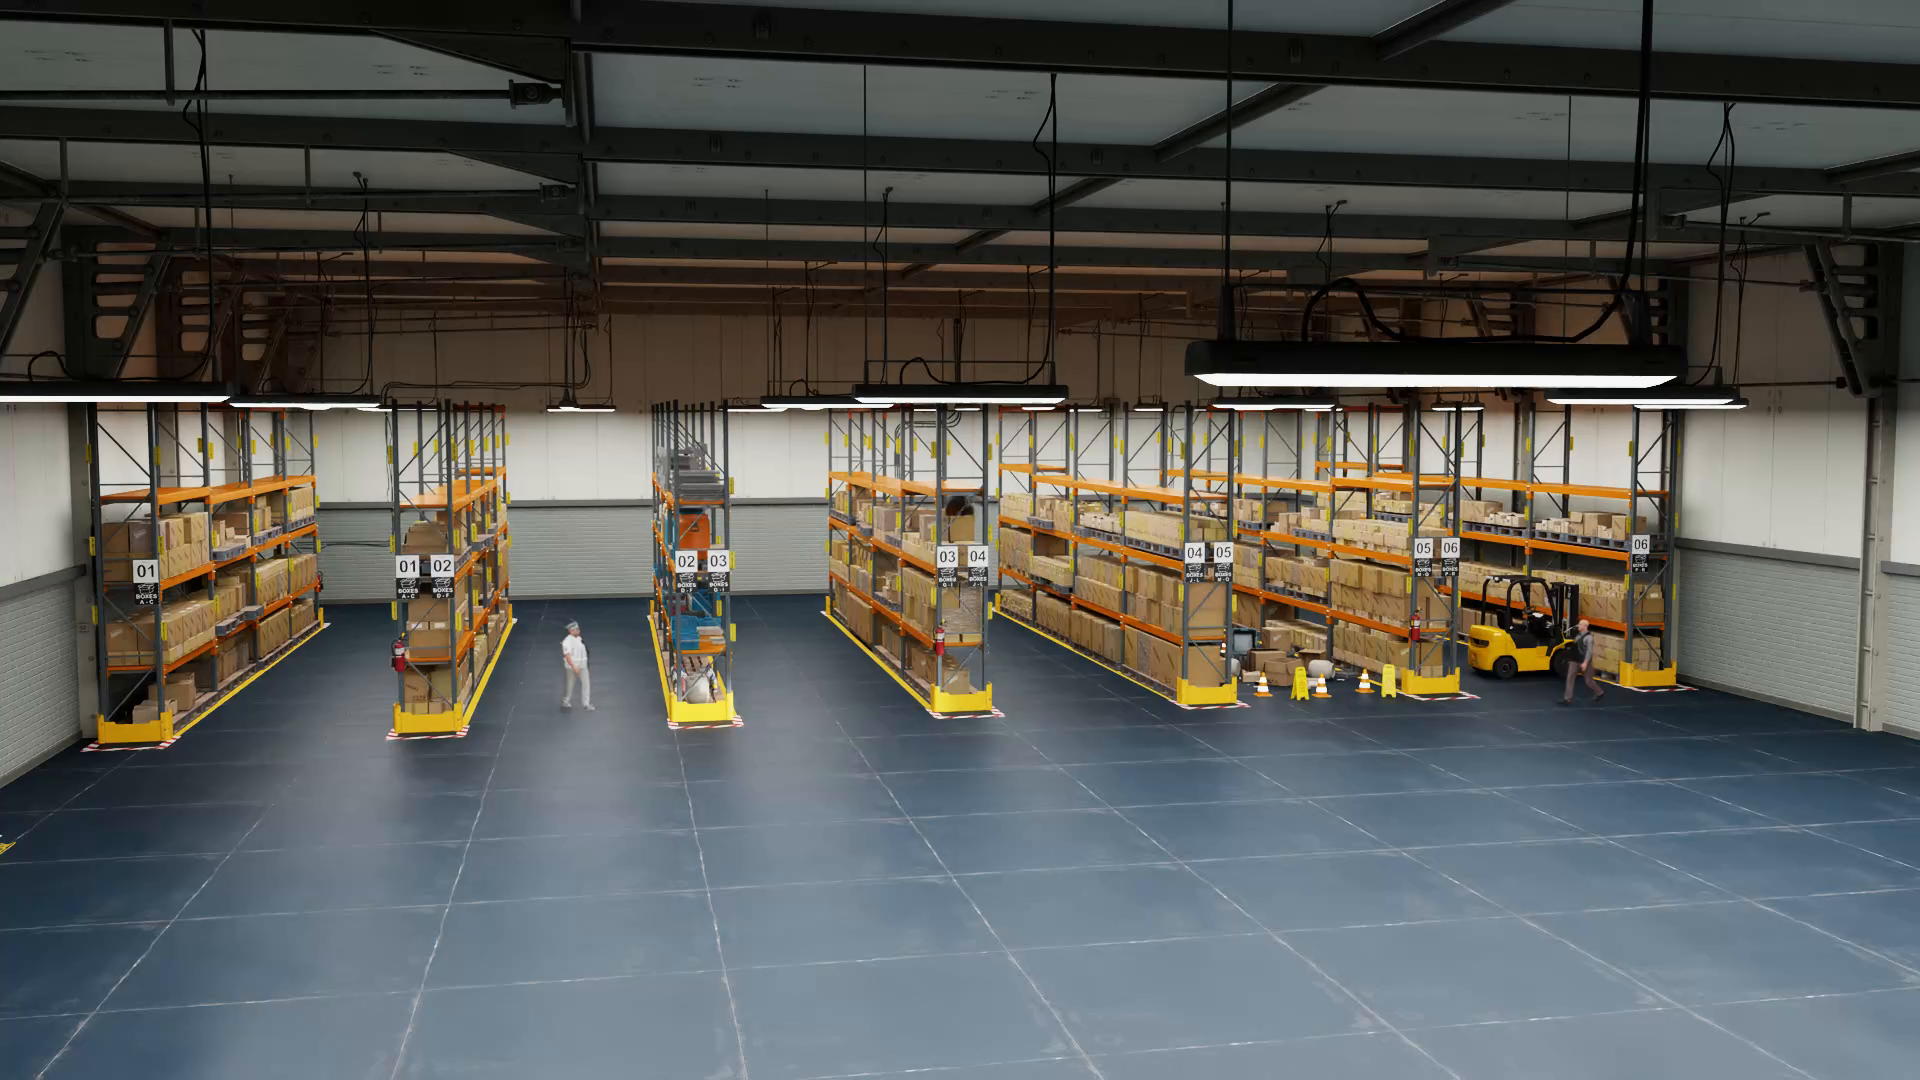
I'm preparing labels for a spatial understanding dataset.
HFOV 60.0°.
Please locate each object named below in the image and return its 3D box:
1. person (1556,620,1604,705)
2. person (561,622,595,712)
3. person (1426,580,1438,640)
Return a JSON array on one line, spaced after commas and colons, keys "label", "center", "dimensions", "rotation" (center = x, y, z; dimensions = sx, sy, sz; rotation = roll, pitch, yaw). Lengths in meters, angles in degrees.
[{"label": "person", "center": [12.265, 2.416, 32.763], "dimensions": [0.983, 1.692, 0.521], "rotation": [-2, 5, -30]}, {"label": "person", "center": [-7.417, 2.444, 32.099], "dimensions": [0.526, 1.727, 1.028], "rotation": [-3, 5, -35]}, {"label": "person", "center": [11.678, 1.778, 41.402], "dimensions": [0.387, 1.671, 0.515], "rotation": [0, 4, 5]}]
